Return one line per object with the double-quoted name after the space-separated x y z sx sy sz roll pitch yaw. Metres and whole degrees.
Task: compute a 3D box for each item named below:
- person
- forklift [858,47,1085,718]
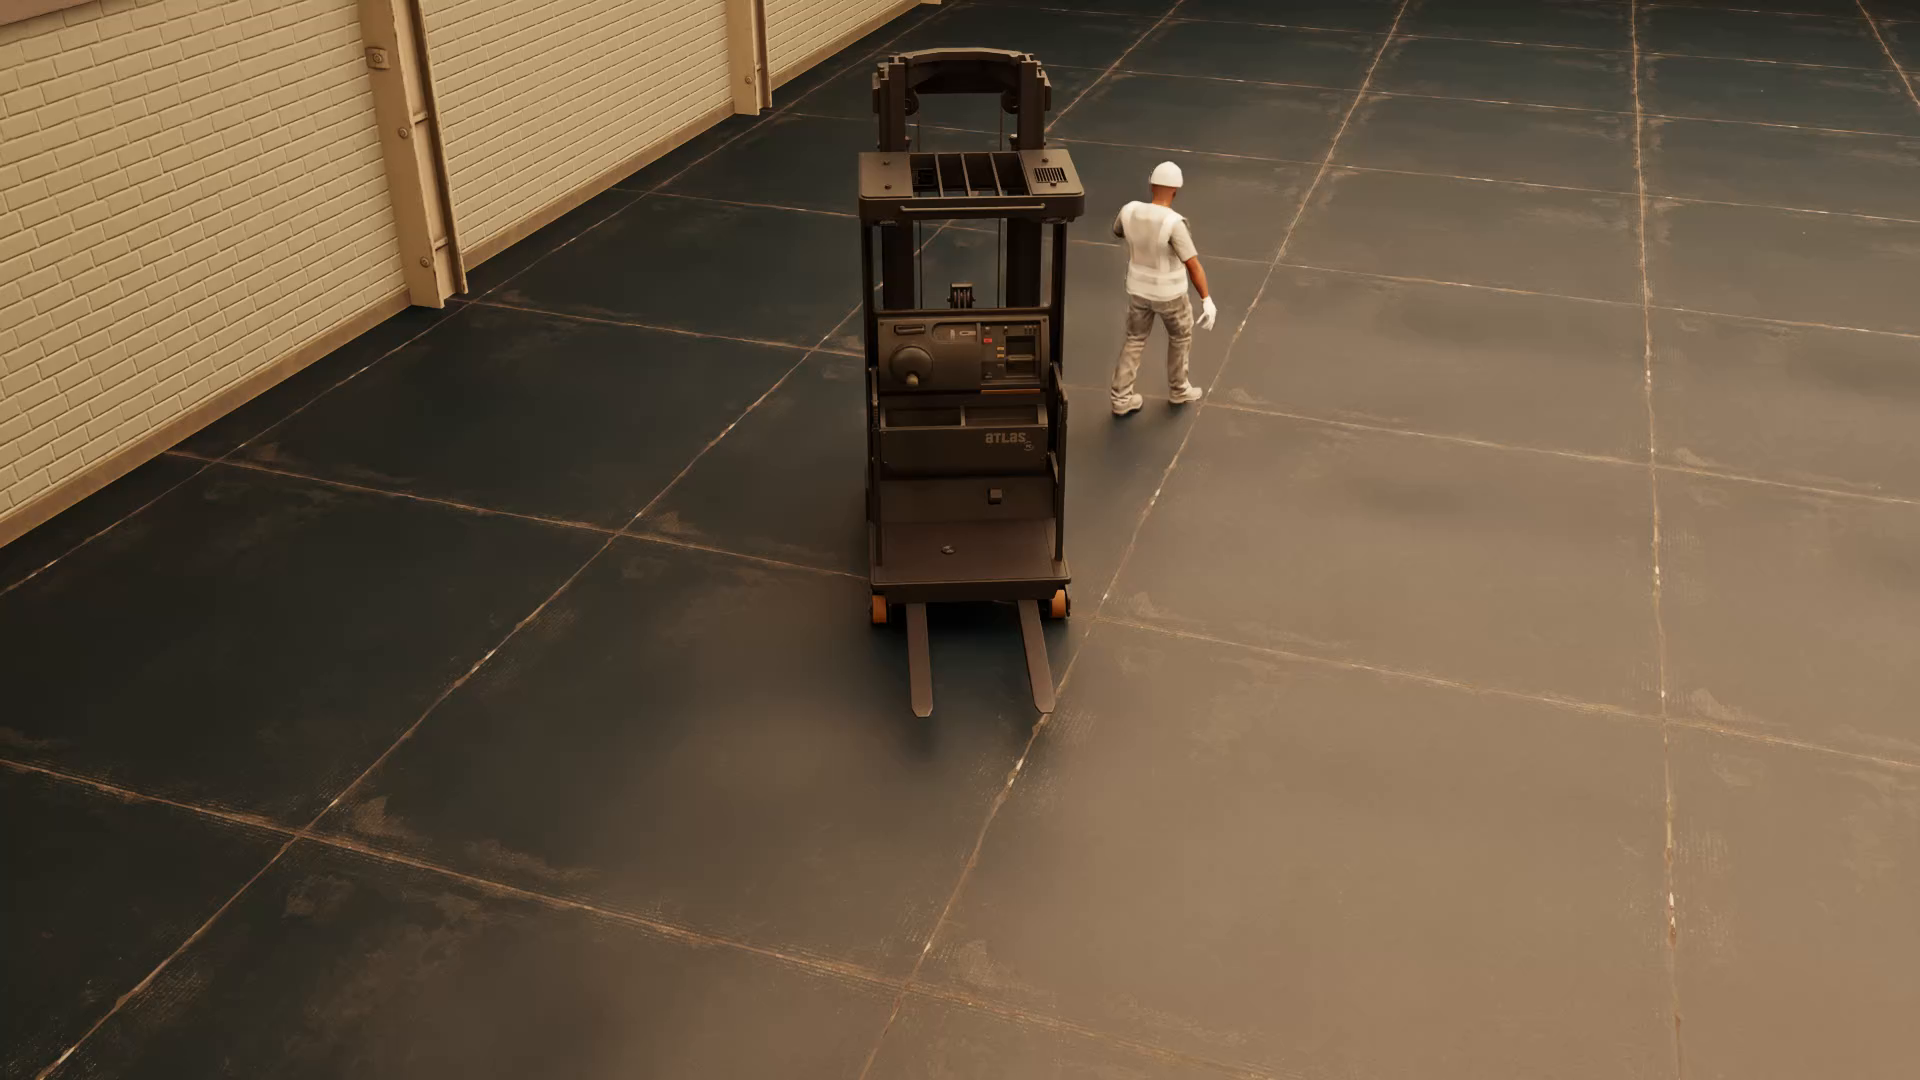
1.419 -1.717 11.350 1.020 1.756 0.754 22 37 34 "person"
0.035 -0.972 8.842 1.130 2.935 3.031 -2 30 -3 "forklift"
